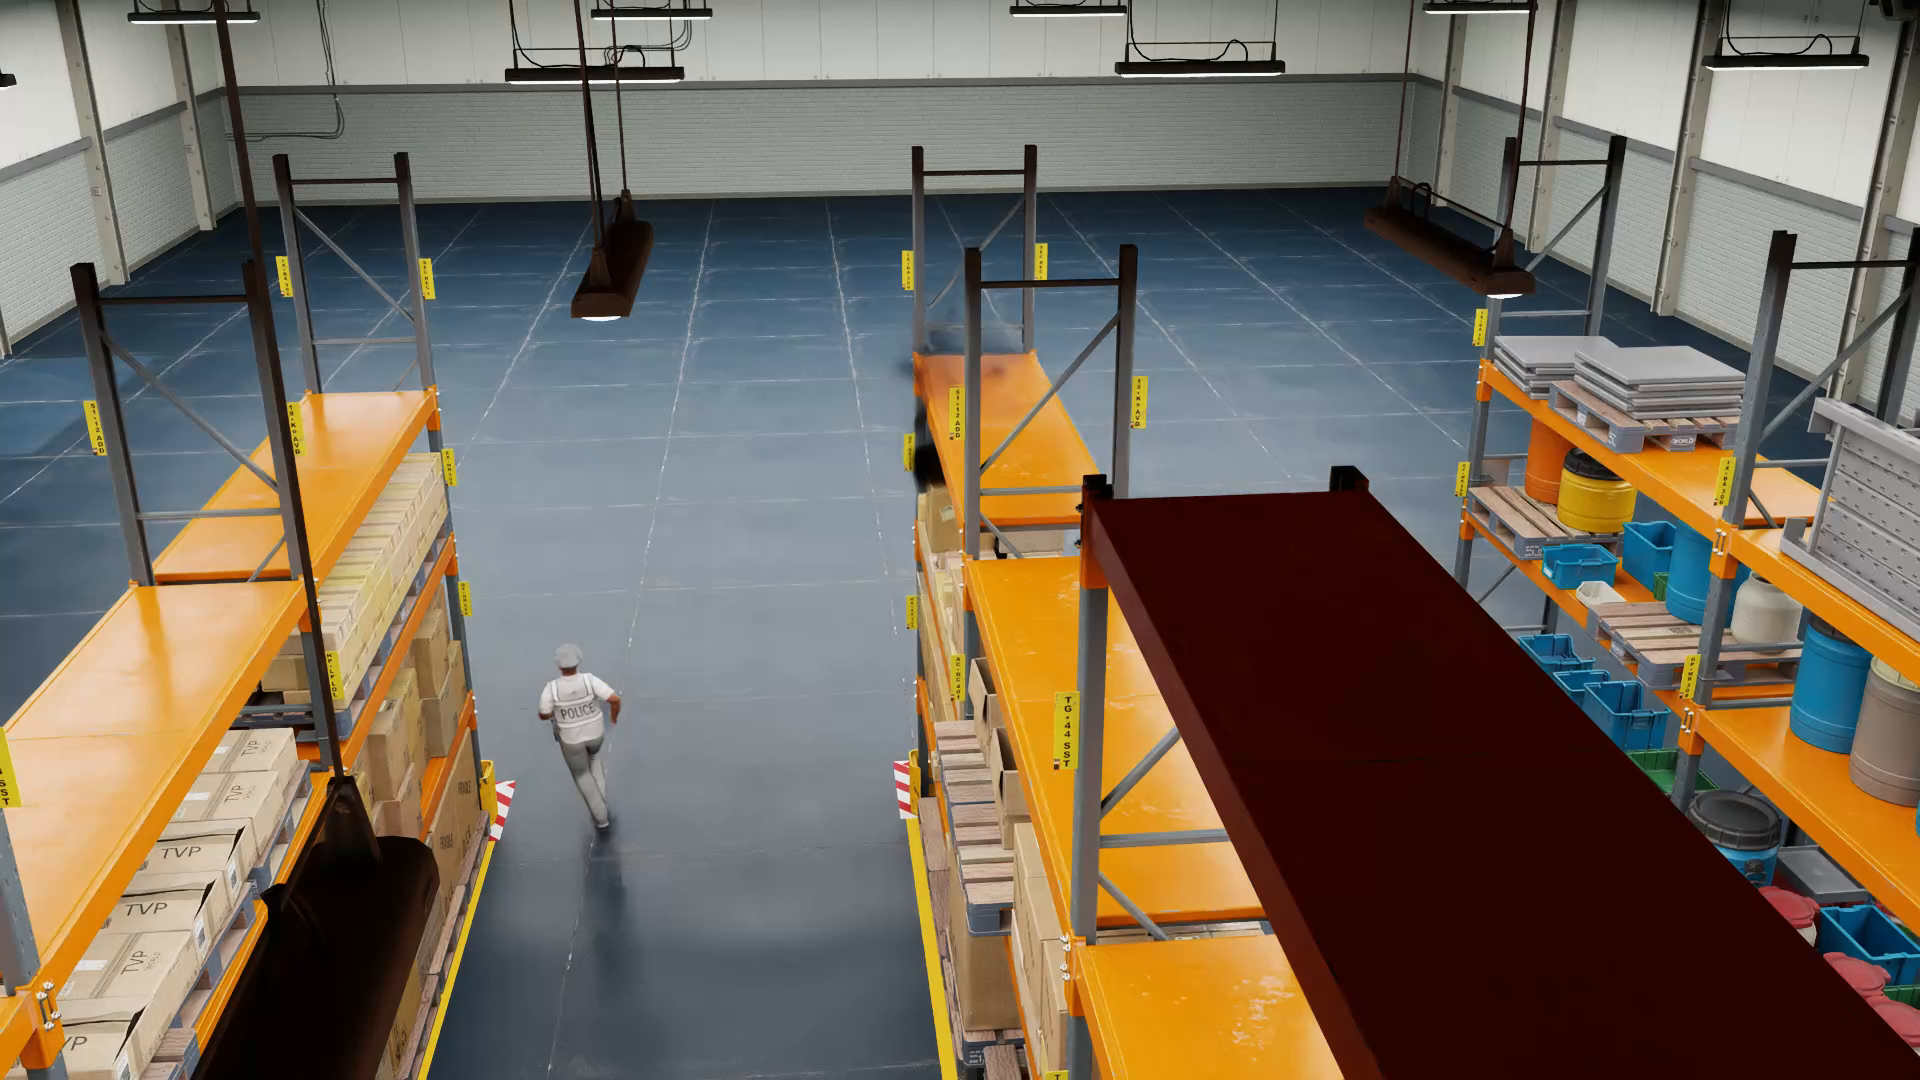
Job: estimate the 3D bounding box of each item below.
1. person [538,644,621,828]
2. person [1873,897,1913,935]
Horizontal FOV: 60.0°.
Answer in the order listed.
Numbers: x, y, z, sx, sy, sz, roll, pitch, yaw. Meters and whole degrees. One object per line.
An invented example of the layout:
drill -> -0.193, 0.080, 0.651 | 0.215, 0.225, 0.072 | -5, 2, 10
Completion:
person -> -3.400, 1.764, 14.869 | 0.667, 1.834, 0.646 | -14, 26, -32
person -> 6.902, 2.780, 12.242 | 0.570, 1.808, 0.862 | -4, 22, -11
